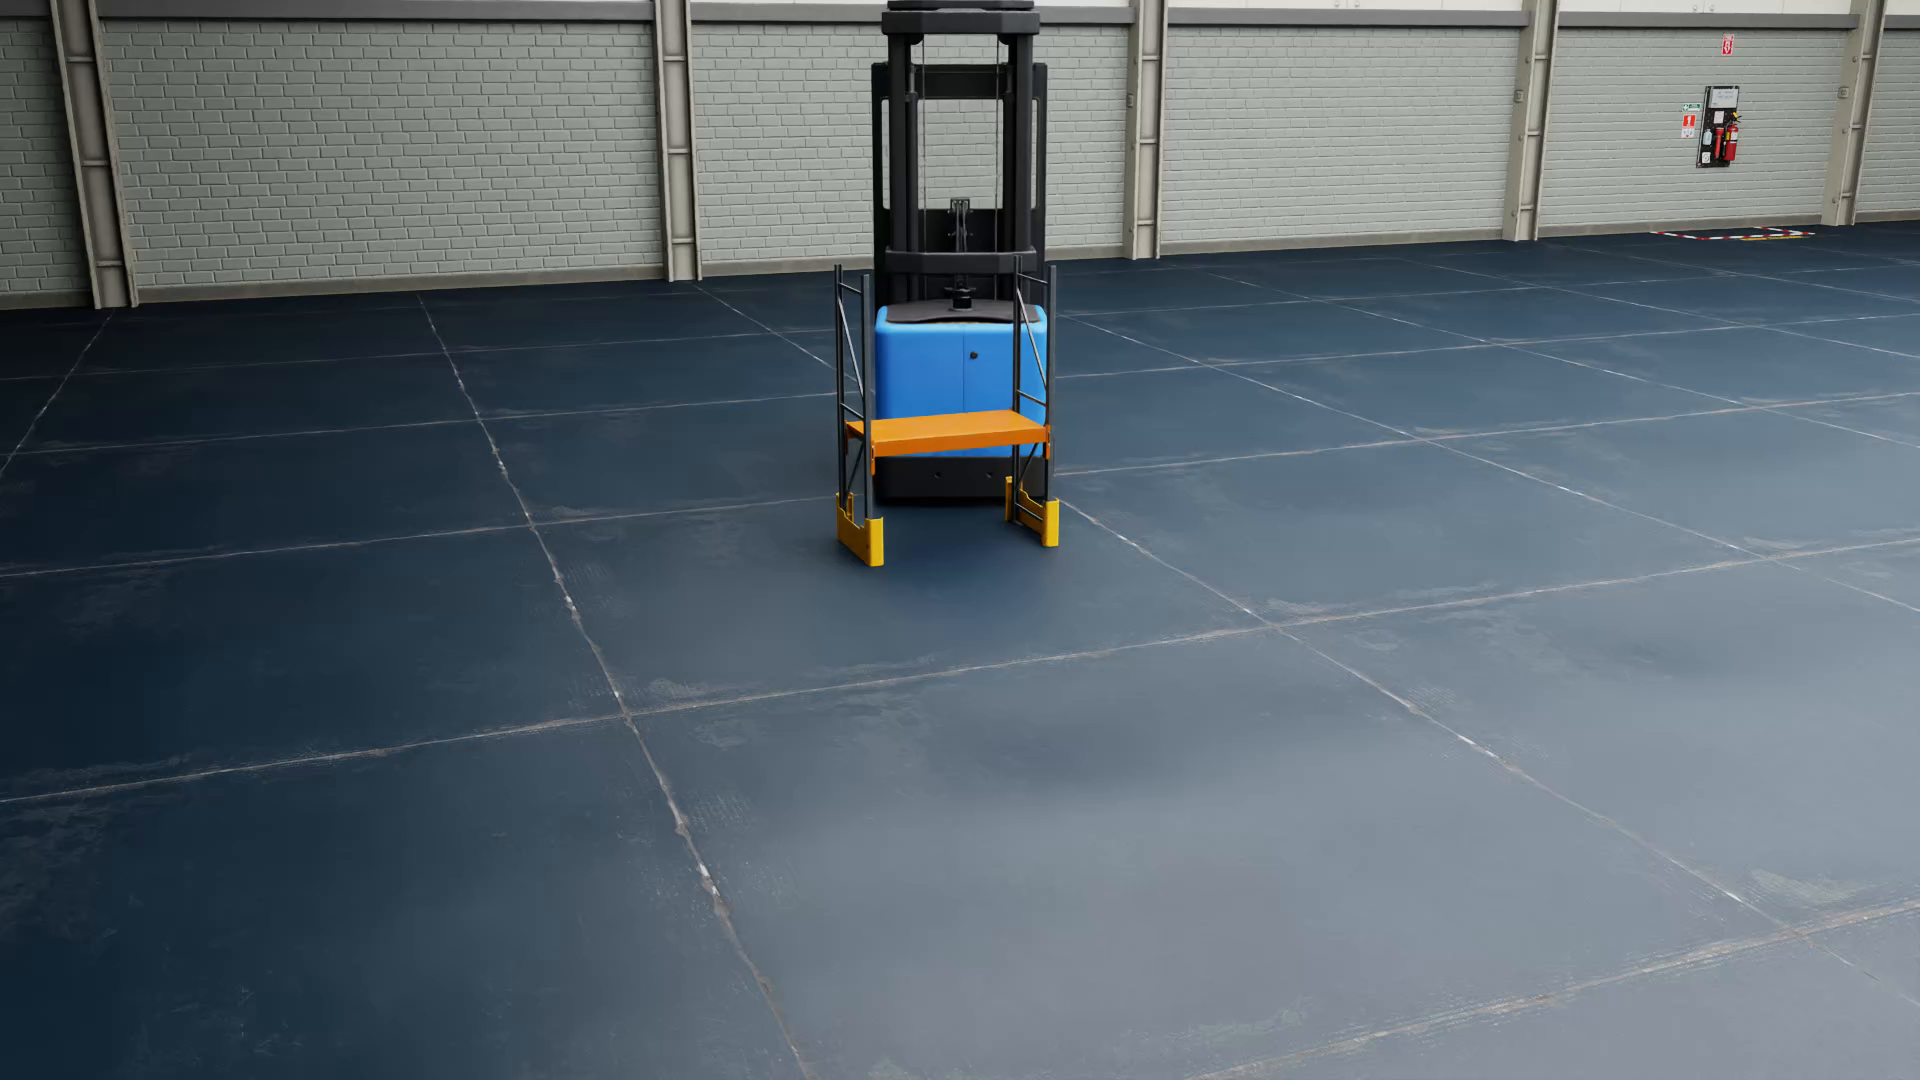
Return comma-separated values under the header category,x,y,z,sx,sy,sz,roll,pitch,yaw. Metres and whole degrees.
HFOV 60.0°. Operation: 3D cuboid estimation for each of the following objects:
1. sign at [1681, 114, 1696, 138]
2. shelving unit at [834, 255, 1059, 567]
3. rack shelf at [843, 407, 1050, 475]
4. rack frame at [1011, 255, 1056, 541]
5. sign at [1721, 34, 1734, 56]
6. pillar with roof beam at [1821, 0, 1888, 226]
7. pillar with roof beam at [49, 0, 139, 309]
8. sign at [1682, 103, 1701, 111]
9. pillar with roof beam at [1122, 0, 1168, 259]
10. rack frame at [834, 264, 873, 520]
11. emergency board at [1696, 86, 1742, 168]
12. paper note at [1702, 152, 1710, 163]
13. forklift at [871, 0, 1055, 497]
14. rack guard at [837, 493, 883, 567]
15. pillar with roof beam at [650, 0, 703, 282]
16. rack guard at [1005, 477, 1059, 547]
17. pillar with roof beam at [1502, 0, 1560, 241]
category,x,y,z,sx,sy,sz,roll,pitch,yaw
sign,10.680,-6.068,24.375,0.234,0.329,0.001,-6,17,-20
shelving unit,-0.071,-0.712,8.861,1.083,1.500,0.587,-6,17,-20
rack shelf,-0.080,-0.538,8.908,1.000,0.185,0.538,-6,17,-20
rack frame,0.395,-0.762,9.032,0.032,1.500,0.500,-6,17,-20
sign,11.190,-7.217,24.237,0.199,0.298,0.001,-6,17,-20
pillar with roof beam,15.095,-8.064,20.589,0.400,9.000,9.100,-6,17,-20
pillar with roof beam,-7.316,-5.645,12.349,0.400,9.000,9.100,-6,17,-20
sign,10.687,-6.320,24.294,0.331,0.109,0.001,-6,17,-20
pillar with roof beam,3.889,-6.855,16.469,0.400,9.000,9.100,-6,17,-20
rack frame,-0.554,-0.660,8.683,0.032,1.500,0.500,-6,17,-20
emergency board,11.233,-6.080,24.477,0.643,1.169,0.194,-6,17,-20
paper note,11.043,-5.657,24.603,0.142,0.148,0.016,-6,17,-20
forklift,-0.010,-2.014,10.754,1.130,2.935,3.031,0,16,-1
rack guard,-0.536,-0.062,8.866,0.087,0.250,0.587,-6,17,-20
pillar with roof beam,-1.713,-6.250,14.409,0.400,9.000,9.100,-6,17,-20
rack guard,0.394,-0.162,9.208,0.087,0.250,0.587,-6,17,-20
pillar with roof beam,9.492,-7.460,18.529,0.400,9.000,9.100,-6,17,-20
